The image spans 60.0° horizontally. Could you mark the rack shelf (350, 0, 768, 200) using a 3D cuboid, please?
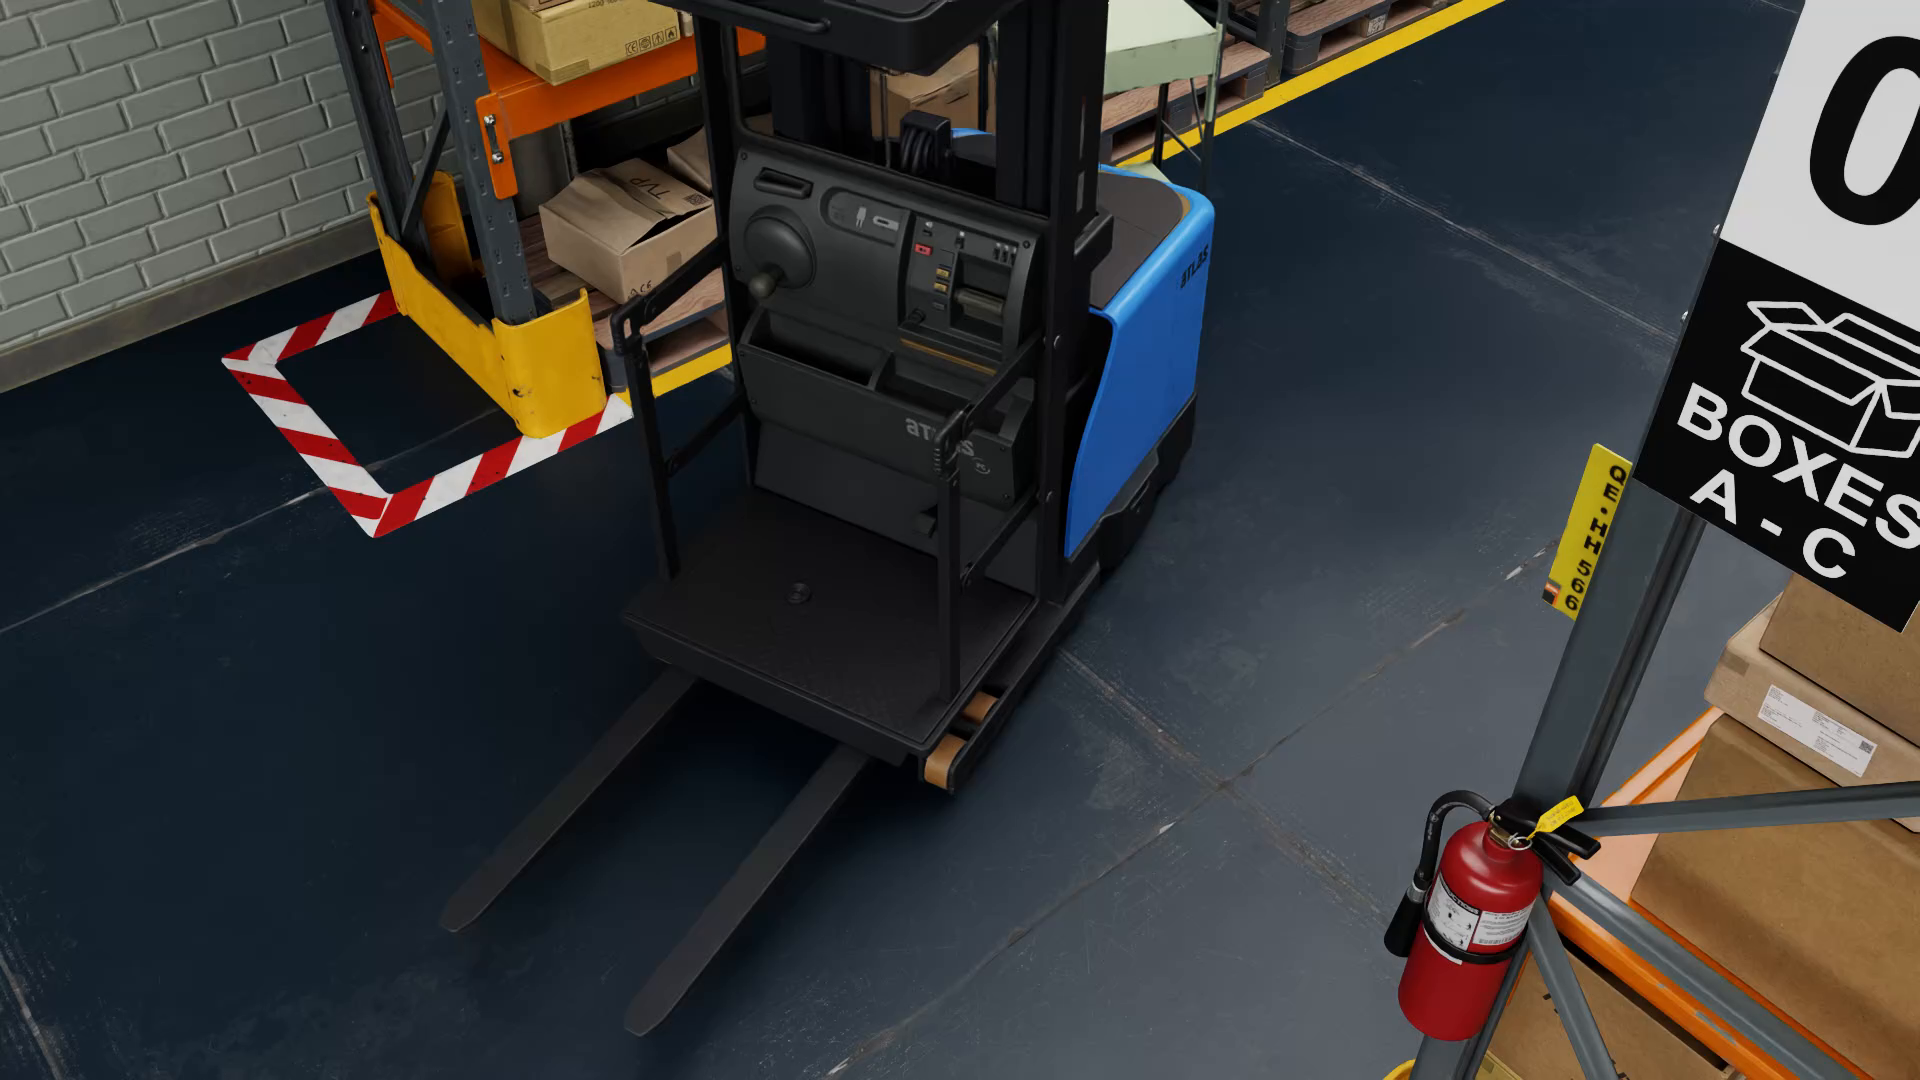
[{"bbox_3d":[-0.340,-2.415,6.656,4.000,0.370,1.077,-30,51,-28],"label":"rack shelf"}]

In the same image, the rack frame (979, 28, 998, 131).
[{"bbox_3d":[0.150,-1.300,6.039,0.023,1.500,0.400,-15,45,-15],"label":"rack frame"}]

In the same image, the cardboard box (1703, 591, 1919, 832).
[{"bbox_3d":[1.478,0.260,2.735,0.250,0.149,0.380,-31,51,-28],"label":"cardboard box"}]

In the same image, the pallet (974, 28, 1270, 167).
[{"bbox_3d":[0.702,-2.226,7.966,1.213,0.211,1.003,-30,51,-28],"label":"pallet"}]

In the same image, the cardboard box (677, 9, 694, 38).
[{"bbox_3d":[-0.907,-2.035,5.820,0.500,0.250,0.500,-31,52,-29],"label":"cardboard box"}]

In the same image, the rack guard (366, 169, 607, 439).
[{"bbox_3d":[-1.816,-0.921,6.366,0.348,0.500,1.175,-30,51,-28],"label":"rack guard"}]

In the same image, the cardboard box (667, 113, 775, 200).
[{"bbox_3d":[-0.848,-1.486,6.784,0.500,0.311,0.500,-26,49,-25],"label":"cardboard box"}]

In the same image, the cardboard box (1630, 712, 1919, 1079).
[{"bbox_3d":[1.673,0.566,2.883,0.500,0.500,0.700,-30,51,-28],"label":"cardboard box"}]

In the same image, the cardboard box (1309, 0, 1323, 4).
[{"bbox_3d":[1.748,-3.137,8.404,0.500,0.500,0.700,-28,50,-27],"label":"cardboard box"}]

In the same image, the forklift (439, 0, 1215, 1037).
[{"bbox_3d":[-0.327,-0.688,4.342,1.130,2.935,3.031,21,47,21],"label":"forklift"}]

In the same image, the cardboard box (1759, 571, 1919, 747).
[{"bbox_3d":[1.714,0.070,2.464,0.500,0.500,0.700,-30,51,-28],"label":"cardboard box"}]

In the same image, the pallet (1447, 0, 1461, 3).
[{"bbox_3d":[2.727,-3.421,9.238,1.213,0.211,1.003,-30,51,-28],"label":"pallet"}]

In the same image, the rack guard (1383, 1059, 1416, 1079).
[{"bbox_3d":[1.289,1.722,3.551,0.348,0.500,1.175,-30,51,-28],"label":"rack guard"}]

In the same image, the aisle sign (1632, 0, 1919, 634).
[{"bbox_3d":[1.068,-0.272,1.950,0.004,0.787,0.394,-30,51,-28],"label":"aisle sign"}]

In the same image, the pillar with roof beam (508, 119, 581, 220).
[{"bbox_3d":[0.870,-2.487,1.825,0.400,9.000,9.100,-30,51,-28],"label":"pillar with roof beam"}]

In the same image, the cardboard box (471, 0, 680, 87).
[{"bbox_3d":[-1.296,-1.799,5.569,0.500,0.250,0.500,-31,51,-29],"label":"cardboard box"}]

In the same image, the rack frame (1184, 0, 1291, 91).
[{"bbox_3d":[1.194,-3.556,7.345,0.127,3.000,1.000,-30,51,-28],"label":"rack frame"}]

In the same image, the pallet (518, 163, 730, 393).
[{"bbox_3d":[-1.170,-1.154,6.825,1.213,0.211,1.003,-30,51,-28],"label":"pallet"}]

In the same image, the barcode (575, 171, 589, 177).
[{"bbox_3d":[-1.528,-1.457,6.746,0.075,0.075,0.001,-30,51,-28],"label":"barcode"}]

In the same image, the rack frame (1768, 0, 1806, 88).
[{"bbox_3d":[1.307,-1.386,0.653,0.127,3.000,1.000,-30,51,-28],"label":"rack frame"}]

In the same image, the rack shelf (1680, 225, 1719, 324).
[{"bbox_3d":[2.841,-0.909,2.861,4.000,0.370,1.077,-30,51,-28],"label":"rack shelf"}]

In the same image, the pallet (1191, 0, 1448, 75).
[{"bbox_3d":[1.790,-2.882,8.665,1.213,0.211,1.003,-30,51,-28],"label":"pallet"}]

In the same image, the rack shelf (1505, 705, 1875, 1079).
[{"bbox_3d":[2.841,0.184,3.888,4.000,0.370,1.077,-30,51,-28],"label":"rack shelf"}]

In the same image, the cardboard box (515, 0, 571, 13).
[{"bbox_3d":[-1.315,-2.077,5.317,0.500,0.500,0.500,-30,51,-28],"label":"cardboard box"}]

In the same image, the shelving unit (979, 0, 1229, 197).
[{"bbox_3d":[0.492,-1.390,6.135,0.755,1.500,0.431,-15,45,-15],"label":"shelving unit"}]

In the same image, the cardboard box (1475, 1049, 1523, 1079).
[{"bbox_3d":[1.529,1.259,3.920,0.500,0.250,0.500,-30,51,-28],"label":"cardboard box"}]

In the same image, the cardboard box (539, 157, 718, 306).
[{"bbox_3d":[-1.286,-1.236,6.517,0.500,0.311,0.500,33,52,30],"label":"cardboard box"}]

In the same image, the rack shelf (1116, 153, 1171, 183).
[{"bbox_3d":[0.492,-1.152,6.358,0.720,0.370,0.431,-15,45,-15],"label":"rack shelf"}]

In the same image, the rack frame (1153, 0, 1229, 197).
[{"bbox_3d":[0.833,-1.480,6.231,0.023,1.500,0.400,-15,45,-15],"label":"rack frame"}]

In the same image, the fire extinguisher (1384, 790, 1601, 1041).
[{"bbox_3d":[0.918,0.637,2.937,0.183,0.674,0.296,-30,51,-28],"label":"fire extinguisher"}]

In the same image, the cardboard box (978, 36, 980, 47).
[{"bbox_3d":[0.424,-2.328,7.542,0.500,0.500,0.500,-34,53,-31],"label":"cardboard box"}]

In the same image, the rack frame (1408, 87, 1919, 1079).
[{"bbox_3d":[1.307,0.801,2.706,0.127,3.000,1.000,-30,51,-28],"label":"rack frame"}]

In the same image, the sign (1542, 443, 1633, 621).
[{"bbox_3d":[0.969,0.001,2.539,0.005,0.325,0.100,-30,51,-28],"label":"sign"}]

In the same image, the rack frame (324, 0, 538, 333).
[{"bbox_3d":[-1.874,-1.799,5.474,0.127,3.000,1.000,-30,51,-28],"label":"rack frame"}]

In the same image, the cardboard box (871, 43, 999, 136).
[{"bbox_3d":[-0.254,-1.851,7.034,0.500,0.500,0.700,-33,52,-30],"label":"cardboard box"}]

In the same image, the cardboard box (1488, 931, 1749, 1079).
[{"bbox_3d":[1.527,0.985,3.664,0.500,0.500,0.500,-30,51,-28],"label":"cardboard box"}]

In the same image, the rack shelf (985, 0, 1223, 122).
[{"bbox_3d":[0.492,-1.675,5.867,0.720,0.370,0.431,-15,45,-15],"label":"rack shelf"}]
